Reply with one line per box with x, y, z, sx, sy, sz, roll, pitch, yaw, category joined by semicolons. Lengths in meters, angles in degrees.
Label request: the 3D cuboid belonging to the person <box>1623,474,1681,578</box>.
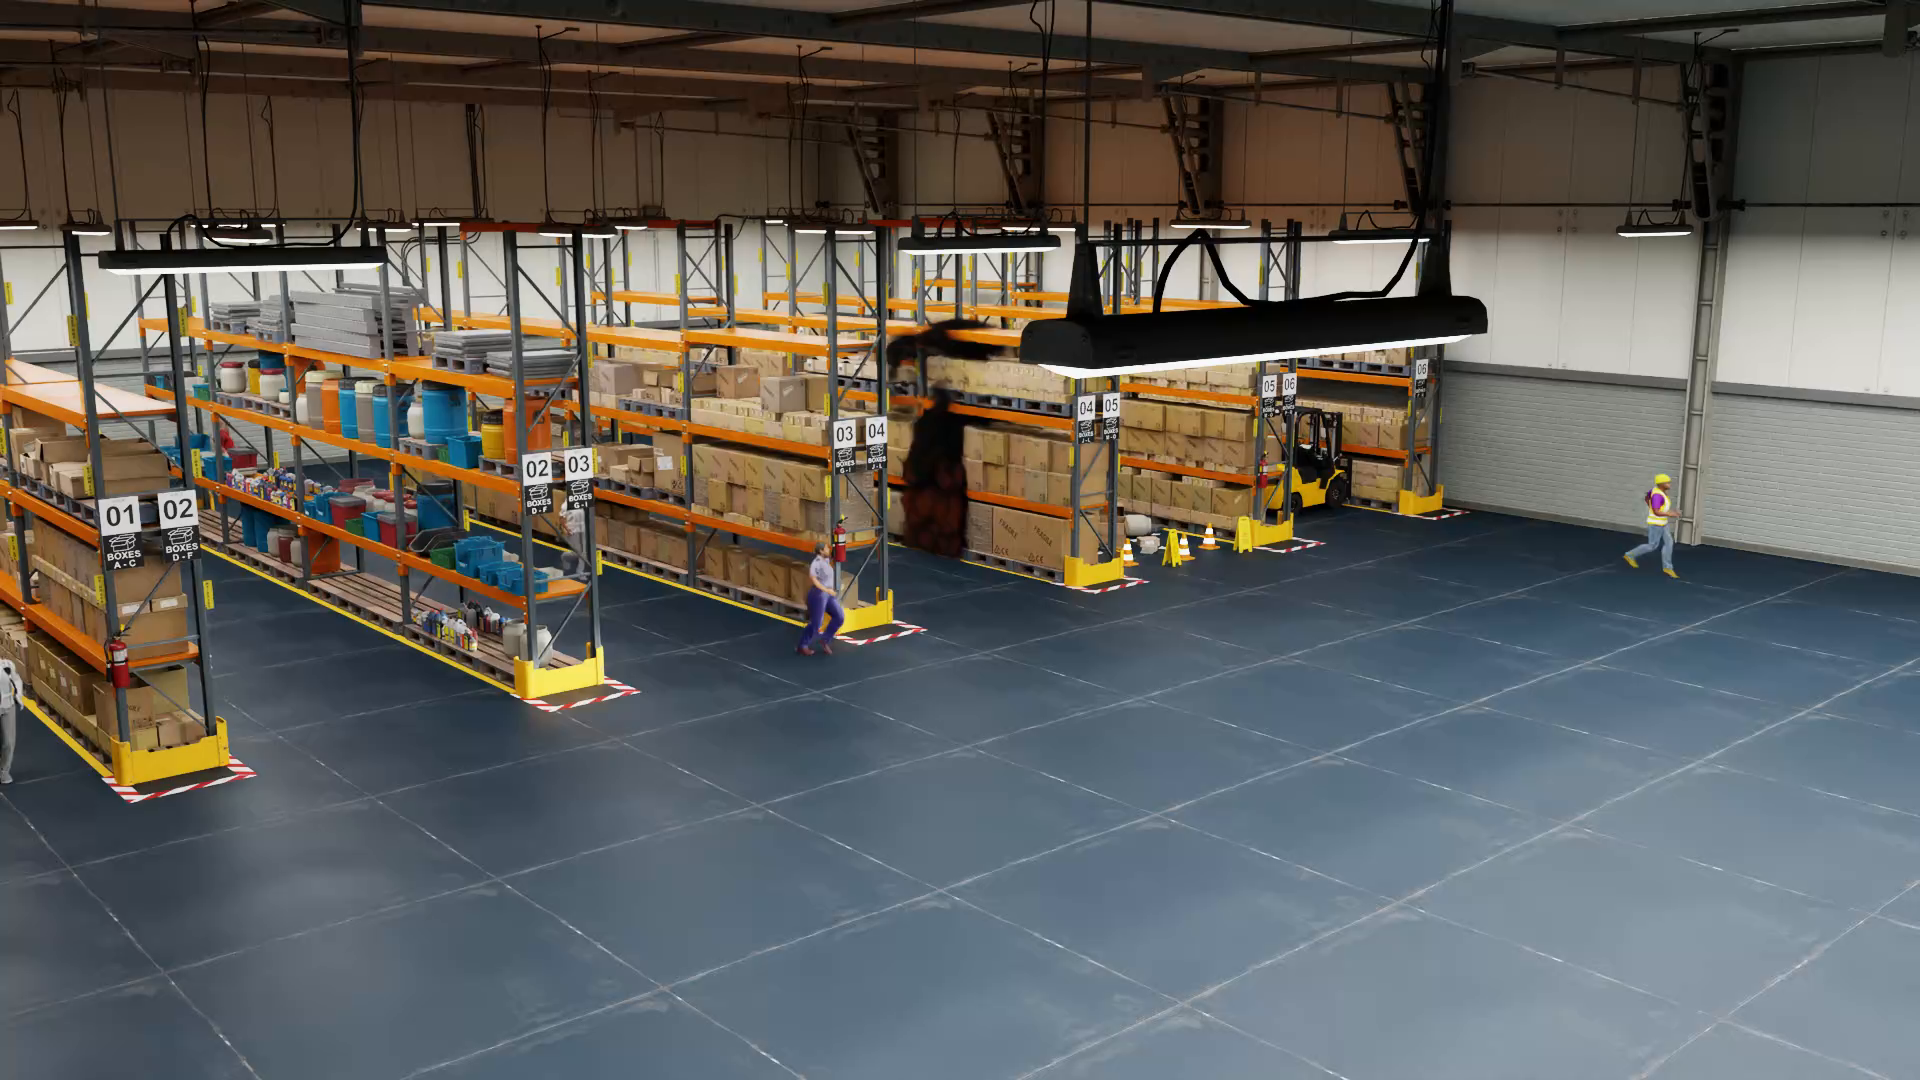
12.012;-0.250;28.743;0.938;1.811;0.731;6;13;28;person

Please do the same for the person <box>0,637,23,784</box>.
-10.704;1.861;18.481;0.575;1.652;0.609;10;15;42;person

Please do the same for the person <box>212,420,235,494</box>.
-16.023;-1.747;36.224;0.780;1.726;0.670;-6;13;-29;person

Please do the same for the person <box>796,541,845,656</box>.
-1.970;0.832;23.743;0.644;1.637;0.679;3;12;16;person

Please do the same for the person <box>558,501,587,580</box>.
-6.595;-0.157;28.525;0.582;1.665;0.578;-11;16;-44;person
